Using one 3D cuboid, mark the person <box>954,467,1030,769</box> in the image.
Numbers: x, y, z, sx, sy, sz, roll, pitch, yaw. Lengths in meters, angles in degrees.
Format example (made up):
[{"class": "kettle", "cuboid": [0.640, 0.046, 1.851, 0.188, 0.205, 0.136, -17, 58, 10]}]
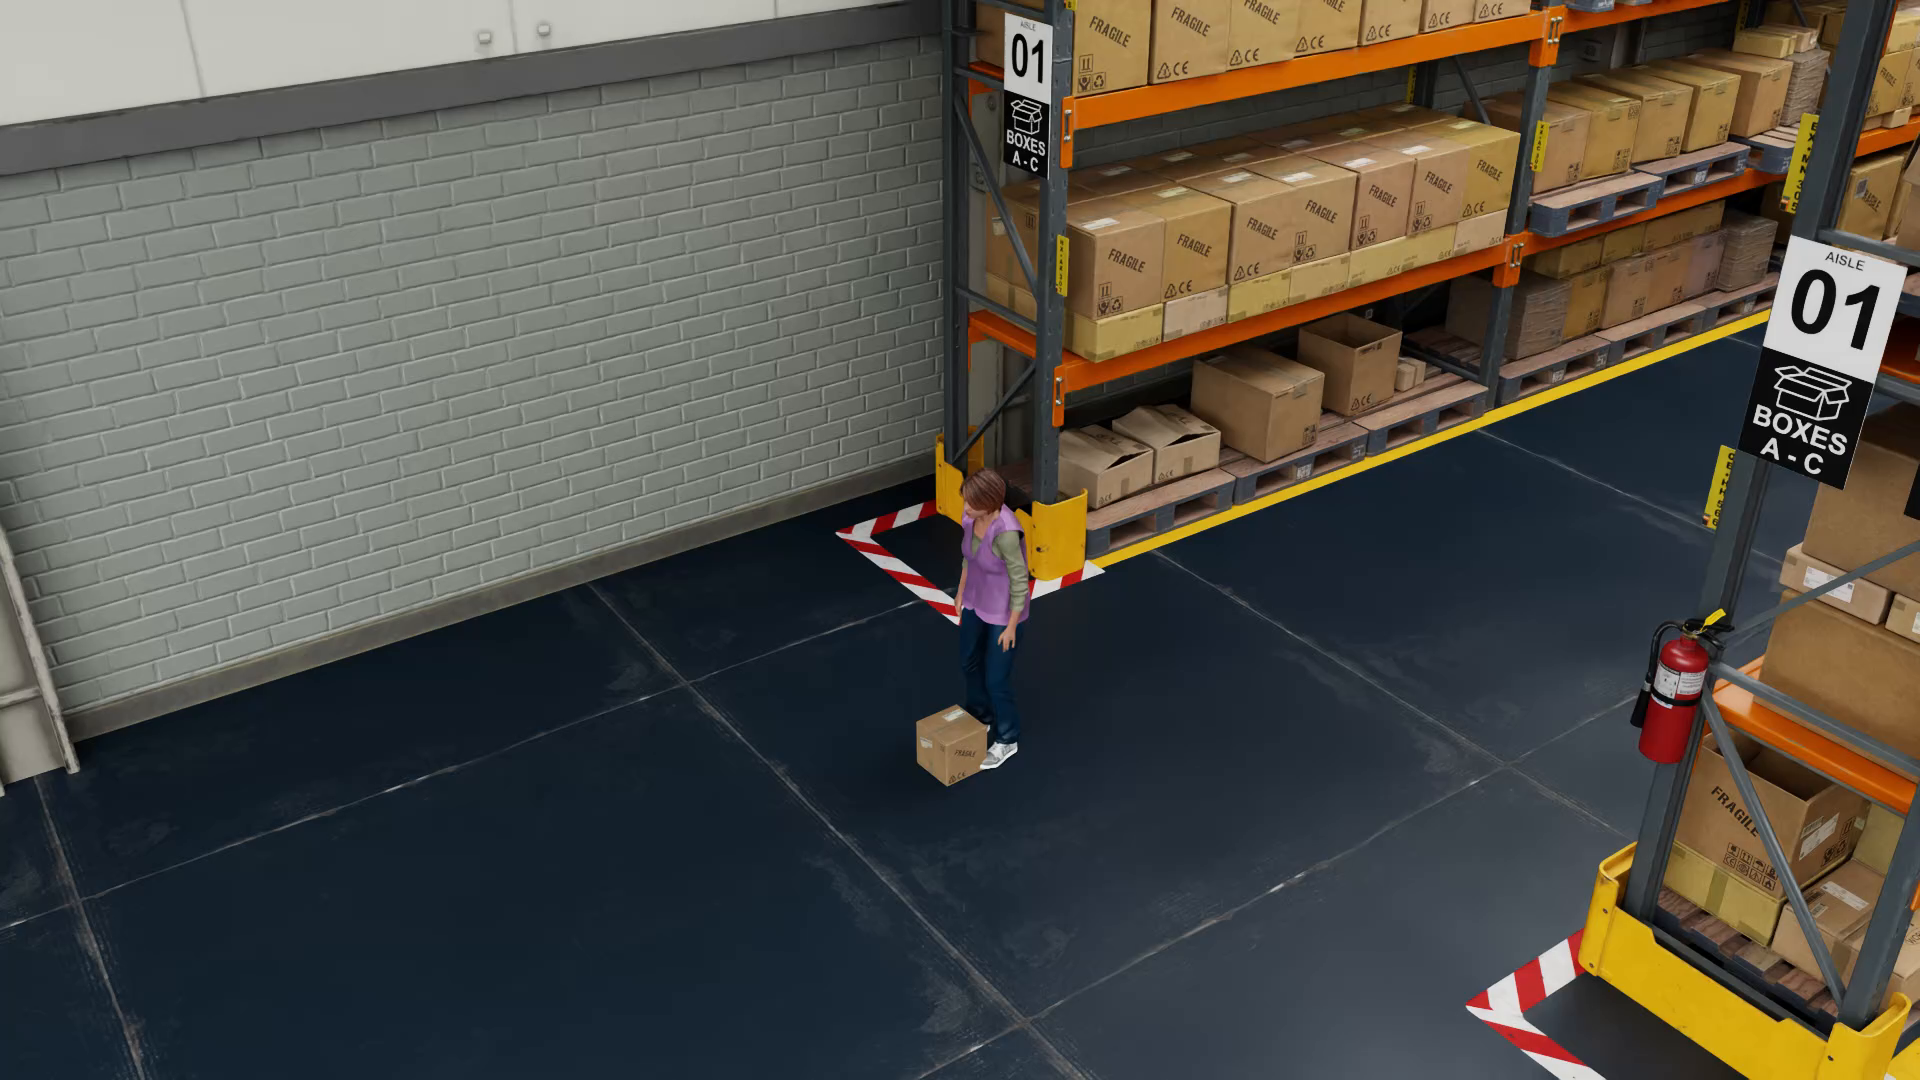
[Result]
[{"class": "person", "cuboid": [0.145, 0.353, 7.998, 0.347, 1.593, 0.465, -19, 34, -31]}]
